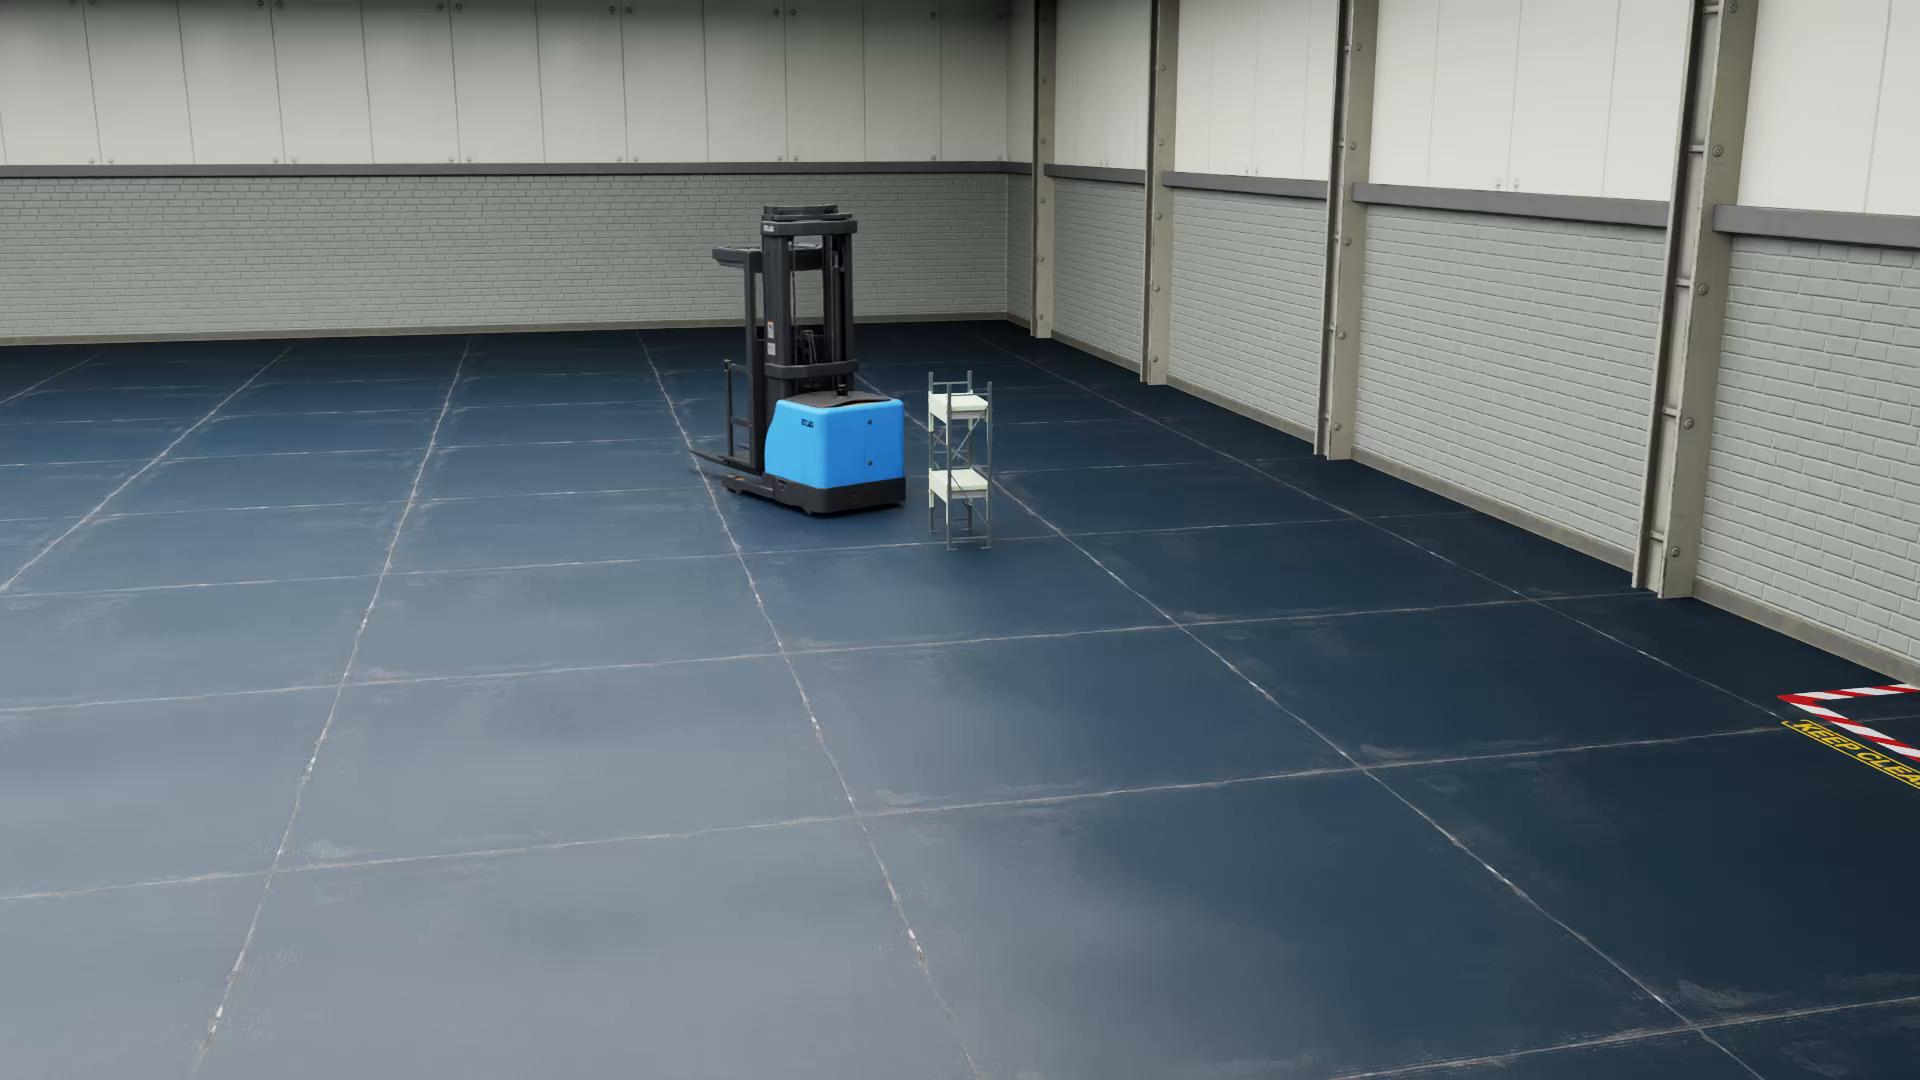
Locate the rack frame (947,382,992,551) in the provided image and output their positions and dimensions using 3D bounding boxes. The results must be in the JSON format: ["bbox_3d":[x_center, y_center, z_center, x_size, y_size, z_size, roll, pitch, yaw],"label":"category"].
[{"bbox_3d":[0.084,-0.646,14.733,0.400,1.500,0.023,-3,14,-13],"label":"rack frame"}]

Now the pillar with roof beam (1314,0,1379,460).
[{"bbox_3d":[0.131,-5.099,17.161,9.100,9.000,0.400,-3,14,-13],"label":"pillar with roof beam"}]

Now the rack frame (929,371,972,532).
[{"bbox_3d":[-0.088,-0.815,15.424,0.400,1.500,0.023,-3,14,-13],"label":"rack frame"}]

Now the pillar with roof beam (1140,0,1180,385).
[{"bbox_3d":[-1.279,-6.483,22.826,9.100,9.000,0.400,-3,14,-13],"label":"pillar with roof beam"}]

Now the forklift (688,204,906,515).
[{"bbox_3d":[-1.828,-1.965,17.117,1.130,2.935,3.031,-10,17,-36],"label":"forklift"}]

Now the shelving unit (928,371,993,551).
[{"bbox_3d":[-0.002,-0.730,15.078,0.431,1.500,0.755,-3,14,-13],"label":"shelving unit"}]

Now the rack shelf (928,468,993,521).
[{"bbox_3d":[-0.002,-0.413,15.156,0.431,0.370,0.720,-3,14,-13],"label":"rack shelf"}]

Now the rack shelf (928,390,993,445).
[{"bbox_3d":[-0.002,-1.109,14.986,0.431,0.370,0.720,-3,14,-13],"label":"rack shelf"}]

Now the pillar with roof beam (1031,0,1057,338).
[{"bbox_3d":[-2.688,-7.868,28.492,9.100,9.000,0.400,-3,14,-13],"label":"pillar with roof beam"}]

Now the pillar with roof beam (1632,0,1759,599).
[{"bbox_3d":[1.540,-3.715,11.495,9.100,9.000,0.400,-3,14,-13],"label":"pillar with roof beam"}]
